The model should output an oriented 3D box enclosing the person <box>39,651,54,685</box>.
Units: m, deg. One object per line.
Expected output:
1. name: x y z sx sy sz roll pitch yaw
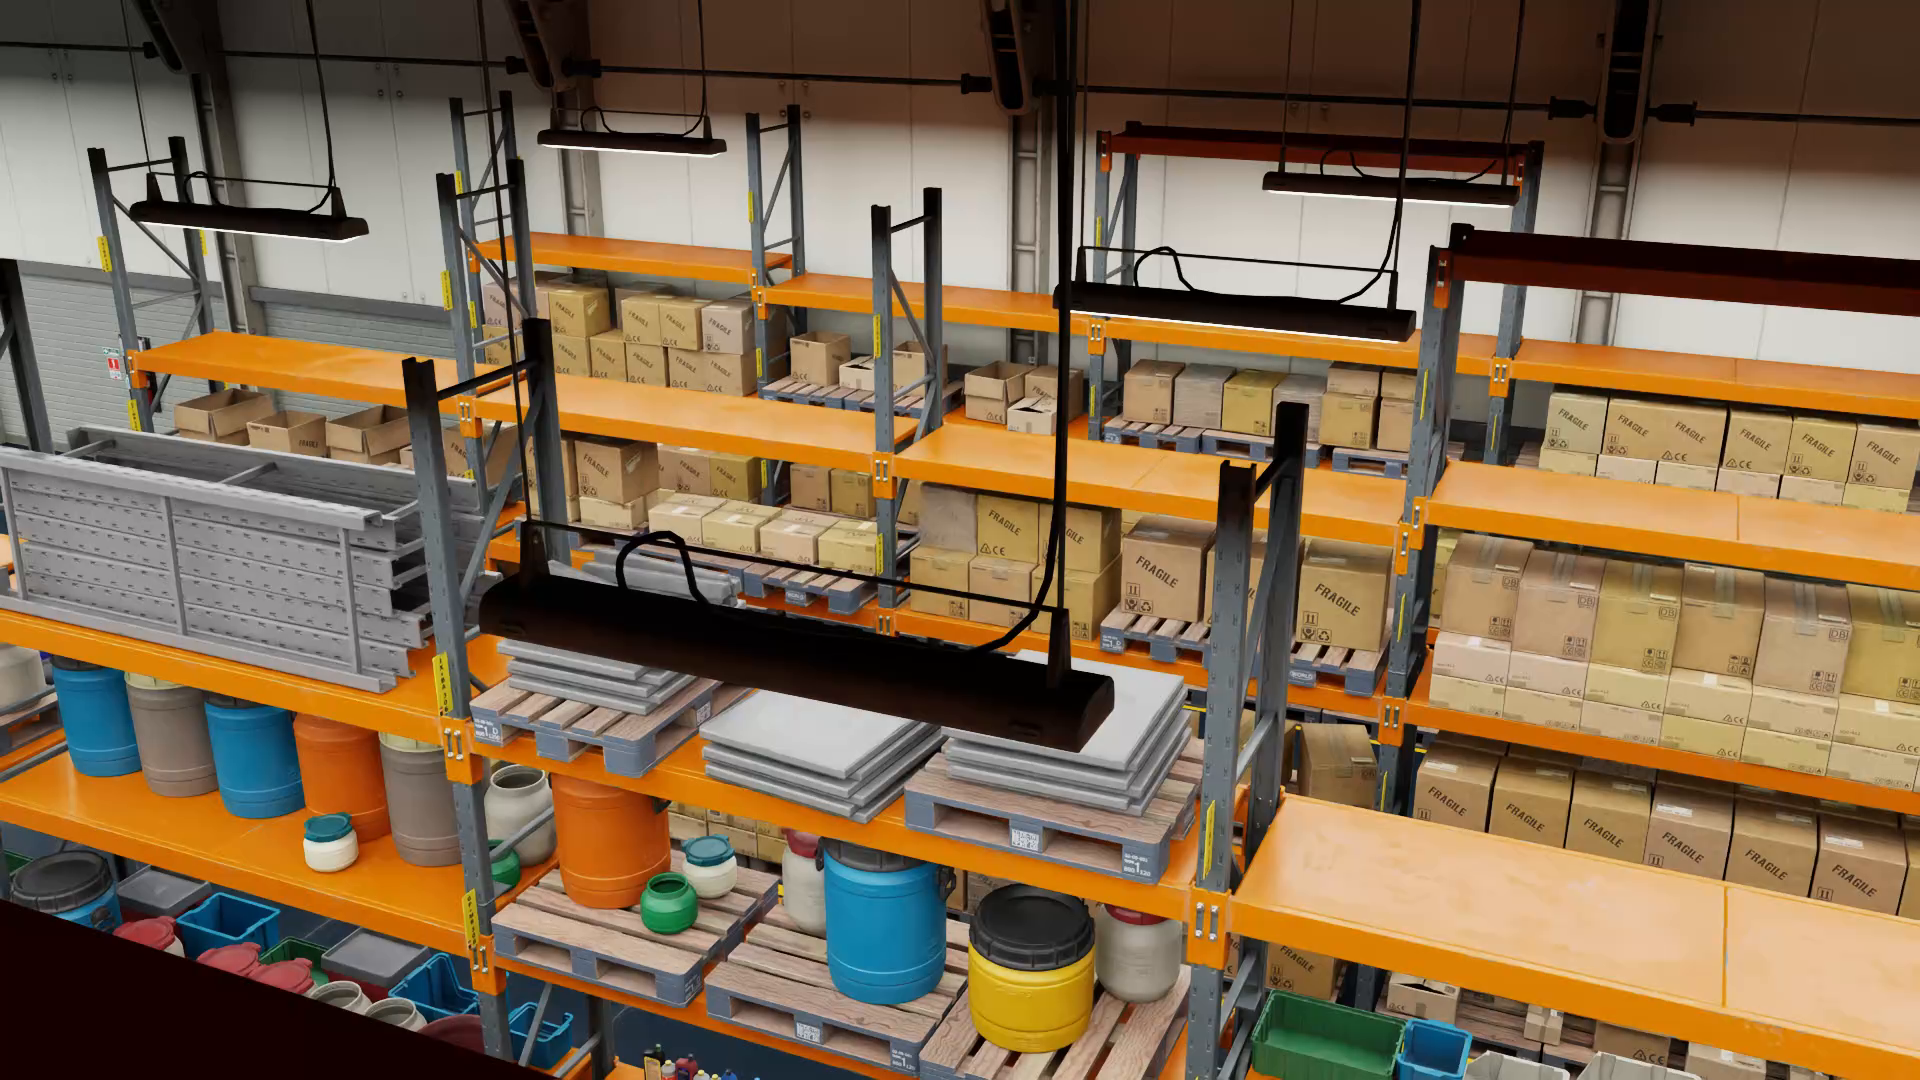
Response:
1. person: -9.239 1.366 16.778 0.504 1.630 0.565 -15 25 -34
